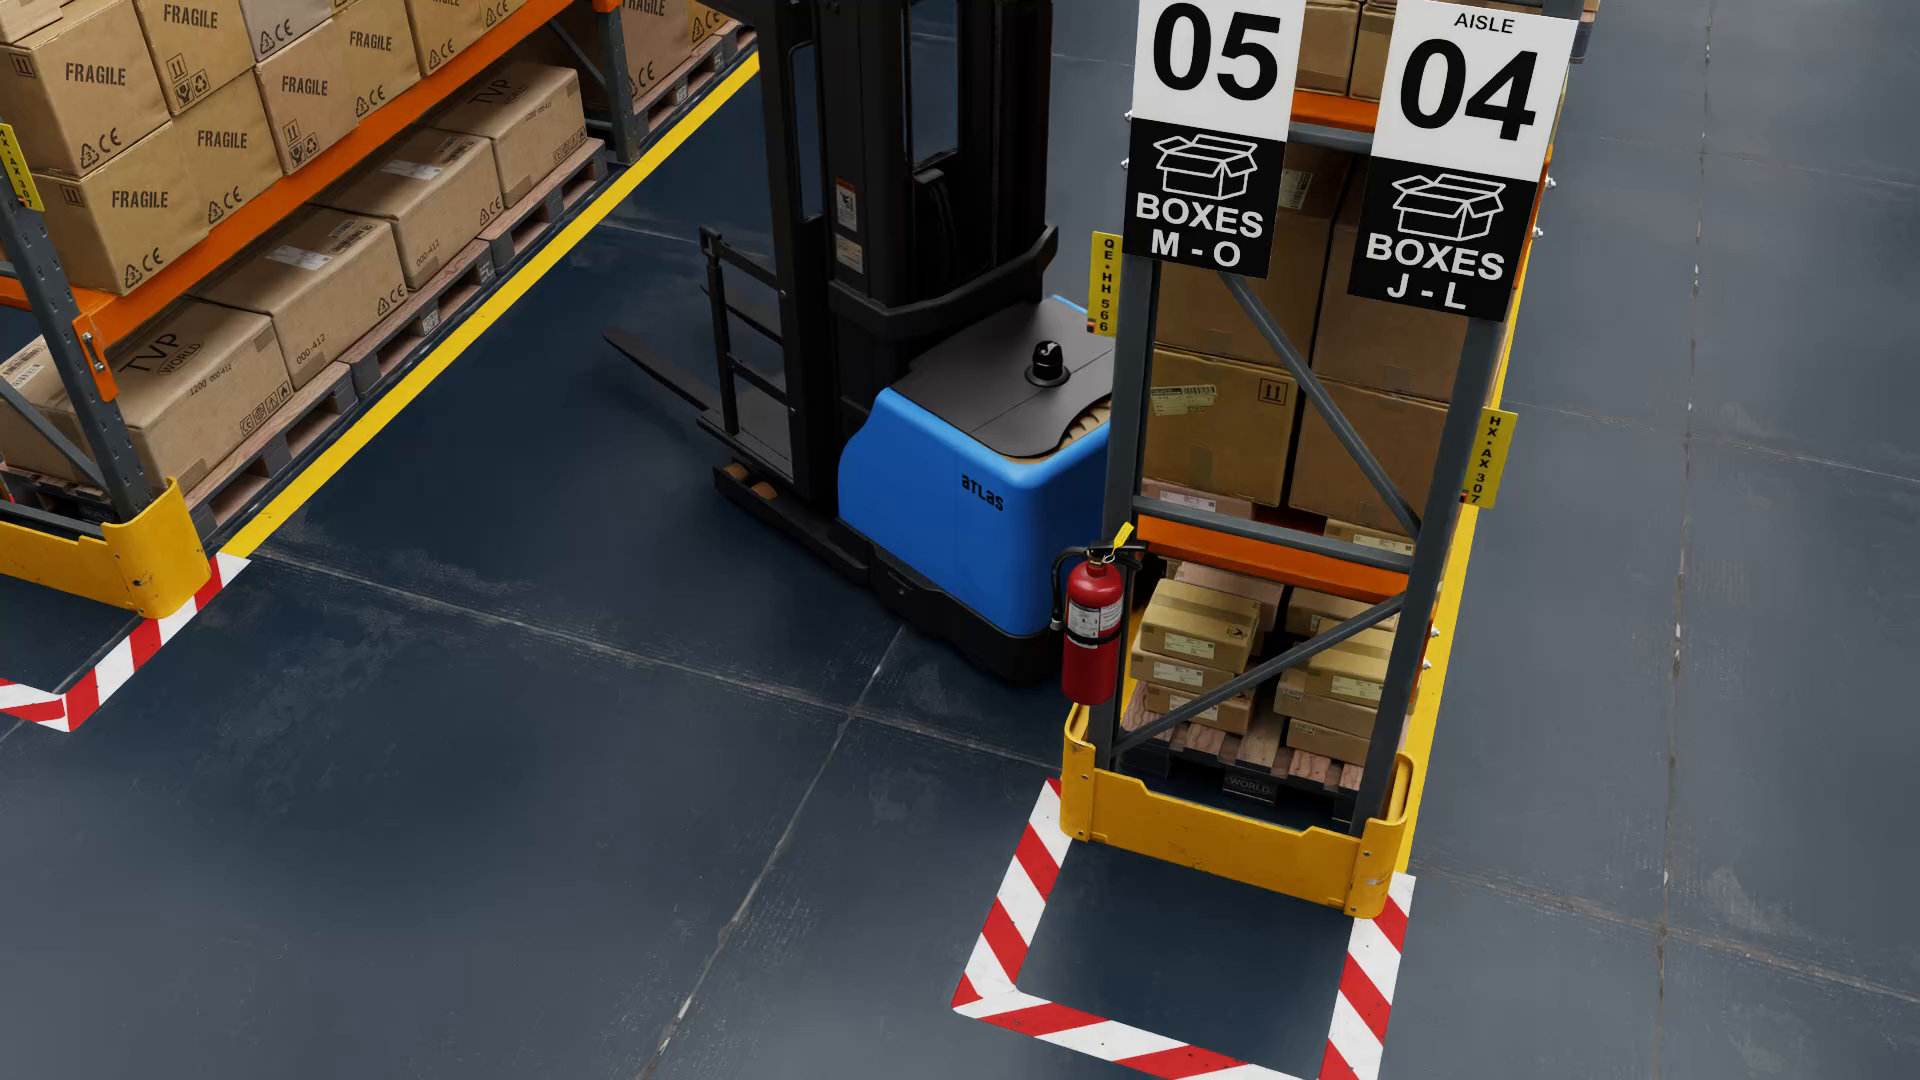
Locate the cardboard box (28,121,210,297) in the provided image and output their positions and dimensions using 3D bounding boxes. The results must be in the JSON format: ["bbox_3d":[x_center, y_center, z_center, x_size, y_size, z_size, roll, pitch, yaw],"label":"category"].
[{"bbox_3d":[-3.328,-1.316,6.404,0.500,0.500,0.500,13,42,15],"label":"cardboard box"}]

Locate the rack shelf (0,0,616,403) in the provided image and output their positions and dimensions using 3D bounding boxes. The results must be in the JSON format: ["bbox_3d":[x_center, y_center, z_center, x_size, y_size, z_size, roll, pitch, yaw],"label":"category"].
[{"bbox_3d":[-3.078,-1.995,7.832,1.077,0.370,4.000,13,42,15],"label":"rack shelf"}]

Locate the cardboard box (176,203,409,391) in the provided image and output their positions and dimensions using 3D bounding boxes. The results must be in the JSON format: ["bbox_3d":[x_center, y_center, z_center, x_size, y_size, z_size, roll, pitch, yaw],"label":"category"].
[{"bbox_3d":[-3.325,-1.219,8.018,0.875,0.438,0.875,14,43,16],"label":"cardboard box"}]

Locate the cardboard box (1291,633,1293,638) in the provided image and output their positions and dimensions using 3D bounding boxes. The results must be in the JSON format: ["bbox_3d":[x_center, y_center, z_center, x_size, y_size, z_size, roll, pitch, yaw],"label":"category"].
[{"bbox_3d":[1.495,0.334,6.421,0.380,0.149,0.250,14,42,16],"label":"cardboard box"}]

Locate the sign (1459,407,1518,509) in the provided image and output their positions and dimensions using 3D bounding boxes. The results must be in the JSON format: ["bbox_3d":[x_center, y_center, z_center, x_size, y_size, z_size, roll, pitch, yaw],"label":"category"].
[{"bbox_3d":[1.434,-0.221,4.531,0.100,0.325,0.005,13,42,15],"label":"sign"}]

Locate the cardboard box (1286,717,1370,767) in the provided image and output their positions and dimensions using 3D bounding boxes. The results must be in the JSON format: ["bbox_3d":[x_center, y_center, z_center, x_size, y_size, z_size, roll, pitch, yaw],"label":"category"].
[{"bbox_3d":[1.404,0.664,6.033,0.380,0.149,0.250,14,42,16],"label":"cardboard box"}]

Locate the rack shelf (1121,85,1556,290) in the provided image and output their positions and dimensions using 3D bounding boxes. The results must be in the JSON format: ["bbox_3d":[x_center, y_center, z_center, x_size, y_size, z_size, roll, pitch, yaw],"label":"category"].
[{"bbox_3d":[1.608,-2.099,5.643,1.077,0.370,4.000,13,42,15],"label":"rack shelf"}]

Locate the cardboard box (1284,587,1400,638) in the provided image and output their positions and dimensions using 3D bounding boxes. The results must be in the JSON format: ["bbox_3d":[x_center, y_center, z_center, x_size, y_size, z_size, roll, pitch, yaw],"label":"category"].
[{"bbox_3d":[1.404,0.248,6.063,0.380,0.149,0.250,14,42,16],"label":"cardboard box"}]

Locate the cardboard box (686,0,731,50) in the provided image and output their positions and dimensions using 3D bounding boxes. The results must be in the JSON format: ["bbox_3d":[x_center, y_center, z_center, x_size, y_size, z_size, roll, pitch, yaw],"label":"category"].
[{"bbox_3d":[-1.956,-3.789,10.693,0.875,0.875,0.875,14,43,16],"label":"cardboard box"}]

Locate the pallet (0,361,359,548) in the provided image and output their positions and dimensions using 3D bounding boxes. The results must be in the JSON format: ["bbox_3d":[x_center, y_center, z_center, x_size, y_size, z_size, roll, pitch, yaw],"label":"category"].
[{"bbox_3d":[-3.562,-0.493,7.665,1.003,0.211,1.213,13,42,15],"label":"pallet"}]

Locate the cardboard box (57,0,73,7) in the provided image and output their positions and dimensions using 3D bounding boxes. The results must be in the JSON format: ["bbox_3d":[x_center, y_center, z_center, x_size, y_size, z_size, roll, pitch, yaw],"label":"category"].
[{"bbox_3d":[-3.358,-2.045,5.989,0.380,0.149,0.250,14,43,16],"label":"cardboard box"}]

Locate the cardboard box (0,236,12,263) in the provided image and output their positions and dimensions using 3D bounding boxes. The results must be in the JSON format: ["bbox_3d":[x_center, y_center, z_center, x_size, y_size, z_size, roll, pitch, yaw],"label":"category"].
[{"bbox_3d":[-3.846,-1.440,6.550,0.500,0.500,0.500,14,42,15],"label":"cardboard box"}]

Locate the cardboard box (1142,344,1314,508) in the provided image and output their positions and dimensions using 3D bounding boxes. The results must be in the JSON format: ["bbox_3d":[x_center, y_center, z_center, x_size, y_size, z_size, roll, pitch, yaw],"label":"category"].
[{"bbox_3d":[0.836,-0.494,5.212,0.500,0.500,0.500,14,42,16],"label":"cardboard box"}]

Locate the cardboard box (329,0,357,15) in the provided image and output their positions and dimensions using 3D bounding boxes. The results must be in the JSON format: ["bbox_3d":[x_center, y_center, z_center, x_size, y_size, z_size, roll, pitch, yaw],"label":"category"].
[{"bbox_3d":[-2.822,-2.634,7.179,0.500,0.500,0.500,13,42,15],"label":"cardboard box"}]

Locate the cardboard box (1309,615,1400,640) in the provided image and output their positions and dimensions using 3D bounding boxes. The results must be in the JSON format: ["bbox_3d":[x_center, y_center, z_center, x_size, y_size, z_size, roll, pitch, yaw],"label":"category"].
[{"bbox_3d":[1.491,0.383,6.134,0.380,0.149,0.250,13,42,15],"label":"cardboard box"}]

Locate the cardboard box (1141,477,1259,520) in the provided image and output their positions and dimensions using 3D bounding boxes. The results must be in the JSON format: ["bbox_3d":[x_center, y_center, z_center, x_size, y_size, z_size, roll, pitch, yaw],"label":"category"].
[{"bbox_3d":[0.770,-0.178,5.341,0.380,0.149,0.250,13,42,15],"label":"cardboard box"}]

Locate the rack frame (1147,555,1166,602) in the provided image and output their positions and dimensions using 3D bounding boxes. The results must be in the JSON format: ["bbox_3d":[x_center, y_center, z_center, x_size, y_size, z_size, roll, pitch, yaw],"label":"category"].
[{"bbox_3d":[0.806,-0.173,6.469,0.240,1.200,0.015,13,45,0],"label":"rack frame"}]

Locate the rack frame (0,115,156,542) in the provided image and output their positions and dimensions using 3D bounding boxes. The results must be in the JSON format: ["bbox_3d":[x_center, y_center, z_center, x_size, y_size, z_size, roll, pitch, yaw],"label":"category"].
[{"bbox_3d":[-3.762,-1.049,6.168,1.000,3.000,0.127,13,42,15],"label":"rack frame"}]

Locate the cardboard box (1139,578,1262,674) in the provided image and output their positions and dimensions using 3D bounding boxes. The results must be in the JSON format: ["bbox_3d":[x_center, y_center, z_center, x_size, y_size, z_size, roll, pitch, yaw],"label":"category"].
[{"bbox_3d":[0.867,0.307,5.993,0.380,0.149,0.250,14,42,16],"label":"cardboard box"}]

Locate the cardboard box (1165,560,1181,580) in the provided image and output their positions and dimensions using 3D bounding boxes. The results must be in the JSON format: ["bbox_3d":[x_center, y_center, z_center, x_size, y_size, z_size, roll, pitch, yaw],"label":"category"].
[{"bbox_3d":[1.012,0.097,6.469,0.380,0.149,0.250,12,42,13],"label":"cardboard box"}]

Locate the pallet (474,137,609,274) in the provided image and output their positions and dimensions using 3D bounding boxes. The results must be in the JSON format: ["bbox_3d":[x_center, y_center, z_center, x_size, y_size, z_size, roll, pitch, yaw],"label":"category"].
[{"bbox_3d":[-2.728,-1.981,9.410,1.003,0.211,1.213,13,42,15],"label":"pallet"}]

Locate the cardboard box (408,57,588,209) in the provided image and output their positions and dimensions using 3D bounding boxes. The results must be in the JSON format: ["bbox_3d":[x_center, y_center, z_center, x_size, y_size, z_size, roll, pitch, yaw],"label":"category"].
[{"bbox_3d":[-2.710,-2.315,9.302,0.875,0.438,0.875,13,42,14],"label":"cardboard box"}]

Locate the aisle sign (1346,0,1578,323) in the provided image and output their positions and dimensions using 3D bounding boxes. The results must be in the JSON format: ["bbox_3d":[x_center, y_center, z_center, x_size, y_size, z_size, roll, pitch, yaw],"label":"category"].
[{"bbox_3d":[1.181,-0.890,3.979,0.394,0.787,0.004,13,42,15],"label":"aisle sign"}]

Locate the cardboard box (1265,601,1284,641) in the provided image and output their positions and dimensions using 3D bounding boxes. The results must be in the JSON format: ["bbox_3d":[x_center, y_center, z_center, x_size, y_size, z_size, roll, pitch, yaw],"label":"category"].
[{"bbox_3d":[1.072,0.224,6.549,0.380,0.149,0.250,13,42,15],"label":"cardboard box"}]

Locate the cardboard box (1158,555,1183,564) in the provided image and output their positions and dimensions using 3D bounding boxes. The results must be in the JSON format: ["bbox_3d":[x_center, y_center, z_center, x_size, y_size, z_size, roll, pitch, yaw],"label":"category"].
[{"bbox_3d":[0.976,-0.019,6.376,0.380,0.149,0.250,12,42,14],"label":"cardboard box"}]

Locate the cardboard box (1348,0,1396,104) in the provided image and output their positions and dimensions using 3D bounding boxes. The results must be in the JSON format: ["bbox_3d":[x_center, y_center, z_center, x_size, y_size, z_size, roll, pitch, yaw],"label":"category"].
[{"bbox_3d":[1.318,-1.313,4.282,0.500,0.250,0.500,15,43,17],"label":"cardboard box"}]

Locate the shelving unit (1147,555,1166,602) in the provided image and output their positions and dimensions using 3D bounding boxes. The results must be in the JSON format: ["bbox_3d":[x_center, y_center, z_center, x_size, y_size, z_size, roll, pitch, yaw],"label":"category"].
[{"bbox_3d":[0.843,-0.343,6.640,0.258,1.200,0.503,13,45,0],"label":"shelving unit"}]

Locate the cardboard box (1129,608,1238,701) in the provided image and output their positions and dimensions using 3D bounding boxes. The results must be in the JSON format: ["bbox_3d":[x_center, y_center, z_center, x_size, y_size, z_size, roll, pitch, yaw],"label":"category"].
[{"bbox_3d":[0.836,0.414,6.097,0.380,0.149,0.250,12,42,14],"label":"cardboard box"}]

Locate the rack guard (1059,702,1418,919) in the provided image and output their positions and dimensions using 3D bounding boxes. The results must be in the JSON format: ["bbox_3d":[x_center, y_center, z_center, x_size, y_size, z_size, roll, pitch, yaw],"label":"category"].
[{"bbox_3d":[0.950,0.893,5.819,1.175,0.500,0.348,13,42,15],"label":"rack guard"}]

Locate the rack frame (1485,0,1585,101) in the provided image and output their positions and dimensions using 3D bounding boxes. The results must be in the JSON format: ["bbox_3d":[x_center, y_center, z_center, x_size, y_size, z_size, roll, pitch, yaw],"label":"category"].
[{"bbox_3d":[0.924,-2.294,3.006,1.000,3.000,0.127,13,42,15],"label":"rack frame"}]

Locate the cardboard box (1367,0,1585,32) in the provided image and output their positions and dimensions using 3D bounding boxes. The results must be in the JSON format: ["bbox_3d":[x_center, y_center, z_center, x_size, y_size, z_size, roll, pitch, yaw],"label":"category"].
[{"bbox_3d":[1.322,-1.502,4.119,0.500,0.250,0.500,14,42,16],"label":"cardboard box"}]

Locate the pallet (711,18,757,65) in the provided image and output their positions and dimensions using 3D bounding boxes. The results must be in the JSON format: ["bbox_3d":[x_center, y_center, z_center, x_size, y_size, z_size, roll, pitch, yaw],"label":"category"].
[{"bbox_3d":[-1.786,-3.662,11.379,1.003,0.211,1.213,13,42,15],"label":"pallet"}]

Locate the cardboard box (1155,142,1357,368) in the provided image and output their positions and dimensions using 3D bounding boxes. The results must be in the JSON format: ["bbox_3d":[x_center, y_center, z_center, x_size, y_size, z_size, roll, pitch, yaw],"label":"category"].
[{"bbox_3d":[0.847,-0.878,4.891,0.500,0.500,0.500,12,42,14],"label":"cardboard box"}]

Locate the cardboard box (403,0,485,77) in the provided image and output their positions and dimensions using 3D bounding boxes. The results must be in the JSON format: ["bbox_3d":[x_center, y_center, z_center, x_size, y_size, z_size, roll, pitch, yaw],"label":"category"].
[{"bbox_3d":[-2.642,-2.562,7.865,0.500,0.500,0.500,13,42,14],"label":"cardboard box"}]

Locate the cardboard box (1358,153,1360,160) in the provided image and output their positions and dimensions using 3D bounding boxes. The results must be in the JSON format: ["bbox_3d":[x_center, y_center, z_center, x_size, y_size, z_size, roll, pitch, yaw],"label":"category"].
[{"bbox_3d":[1.493,-1.068,5.114,0.500,0.500,0.500,14,43,16],"label":"cardboard box"}]

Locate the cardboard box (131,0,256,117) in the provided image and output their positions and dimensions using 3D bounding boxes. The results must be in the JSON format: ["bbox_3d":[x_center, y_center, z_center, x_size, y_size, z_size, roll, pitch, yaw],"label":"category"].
[{"bbox_3d":[-3.160,-2.014,6.452,0.500,0.500,0.500,12,42,14],"label":"cardboard box"}]

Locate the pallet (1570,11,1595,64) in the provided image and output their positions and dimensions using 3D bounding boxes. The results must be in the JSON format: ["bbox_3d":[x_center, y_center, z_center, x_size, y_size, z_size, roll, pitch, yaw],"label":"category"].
[{"bbox_3d":[2.690,-2.813,8.383,1.003,0.211,1.213,13,42,15],"label":"pallet"}]

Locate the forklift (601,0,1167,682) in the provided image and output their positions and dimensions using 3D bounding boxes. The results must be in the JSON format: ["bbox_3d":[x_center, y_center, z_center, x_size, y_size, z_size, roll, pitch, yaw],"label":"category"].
[{"bbox_3d":[-0.453,-1.414,6.649,1.130,2.935,3.031,-33,50,-32],"label":"forklift"}]

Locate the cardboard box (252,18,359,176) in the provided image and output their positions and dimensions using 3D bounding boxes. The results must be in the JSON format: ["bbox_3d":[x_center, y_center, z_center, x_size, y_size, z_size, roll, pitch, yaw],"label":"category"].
[{"bbox_3d":[-2.991,-1.937,7.132,0.500,0.500,0.500,13,42,15],"label":"cardboard box"}]
